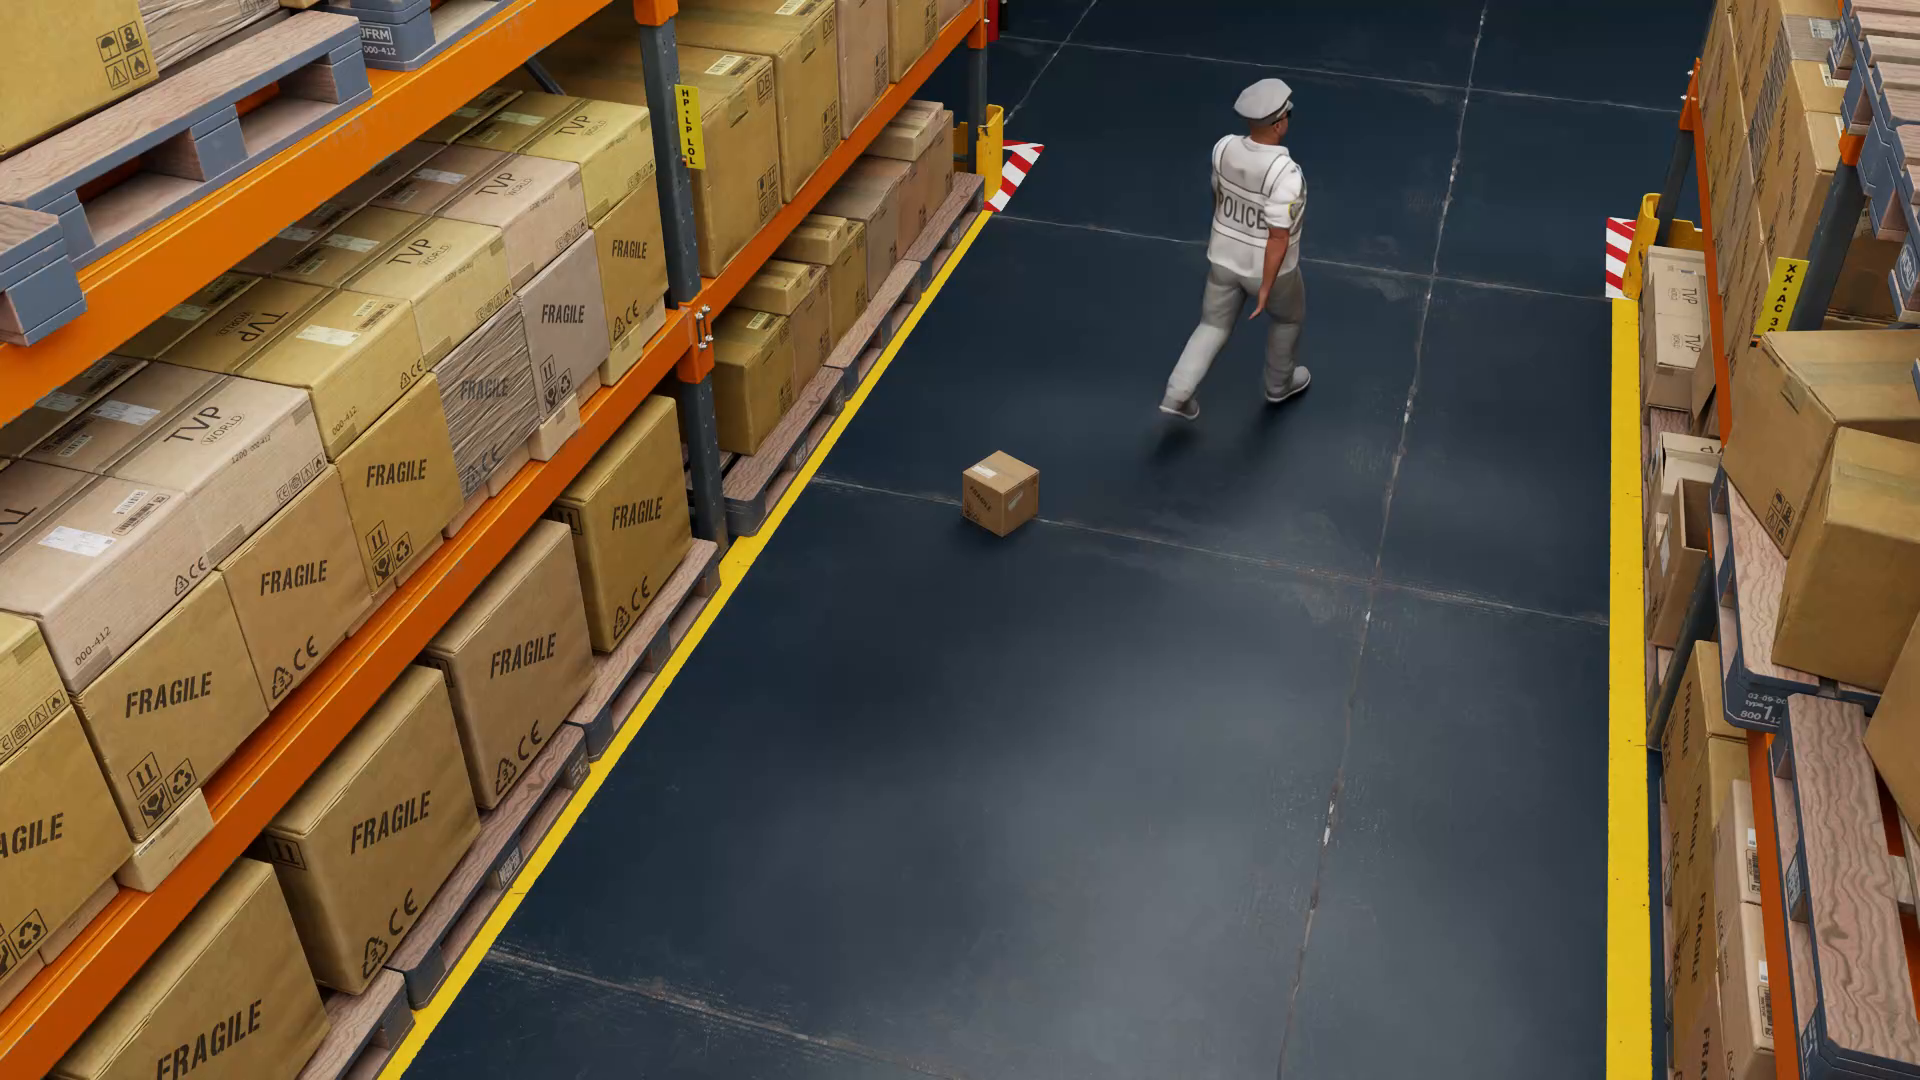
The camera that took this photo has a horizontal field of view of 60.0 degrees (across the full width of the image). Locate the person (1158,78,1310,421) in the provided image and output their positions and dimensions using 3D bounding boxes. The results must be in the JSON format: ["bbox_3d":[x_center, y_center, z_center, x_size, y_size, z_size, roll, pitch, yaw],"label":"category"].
[{"bbox_3d":[1.380,-1.360,7.935,0.523,1.724,1.010,29,46,33],"label":"person"}]
